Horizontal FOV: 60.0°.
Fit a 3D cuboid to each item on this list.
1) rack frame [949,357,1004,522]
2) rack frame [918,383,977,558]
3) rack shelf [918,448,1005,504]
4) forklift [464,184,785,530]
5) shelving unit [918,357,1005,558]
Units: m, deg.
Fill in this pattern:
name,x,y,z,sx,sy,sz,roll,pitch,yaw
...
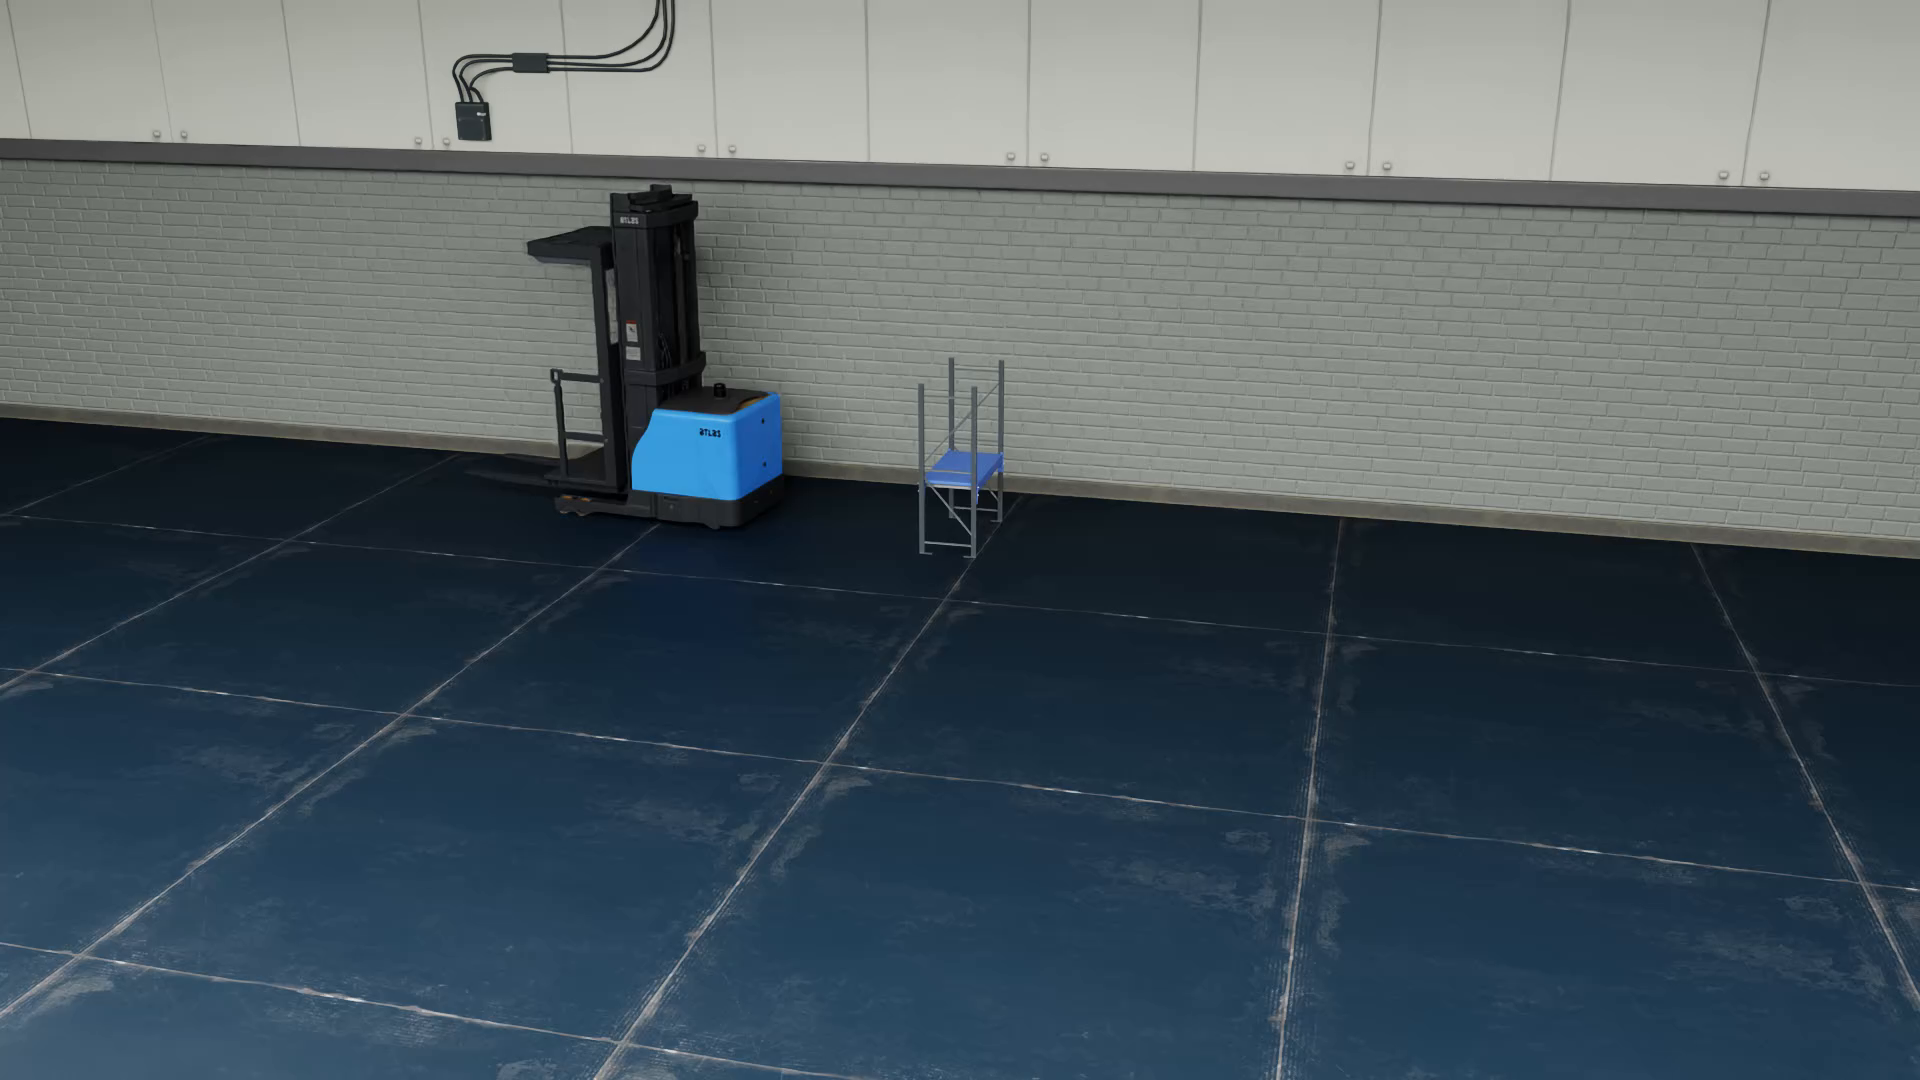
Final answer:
name,x,y,z,sx,sy,sz,roll,pitch,yaw
rack frame,0.145,-0.896,14.990,0.500,1.500,0.032,5,19,13
rack frame,-0.103,-0.577,14.057,0.500,1.500,0.032,5,19,13
rack shelf,0.021,-0.566,14.582,0.538,0.185,1.000,5,19,13
forklift,-3.215,-1.758,15.301,3.031,2.935,1.130,7,20,19
shelving unit,0.021,-0.736,14.523,0.538,1.500,1.048,5,19,13
